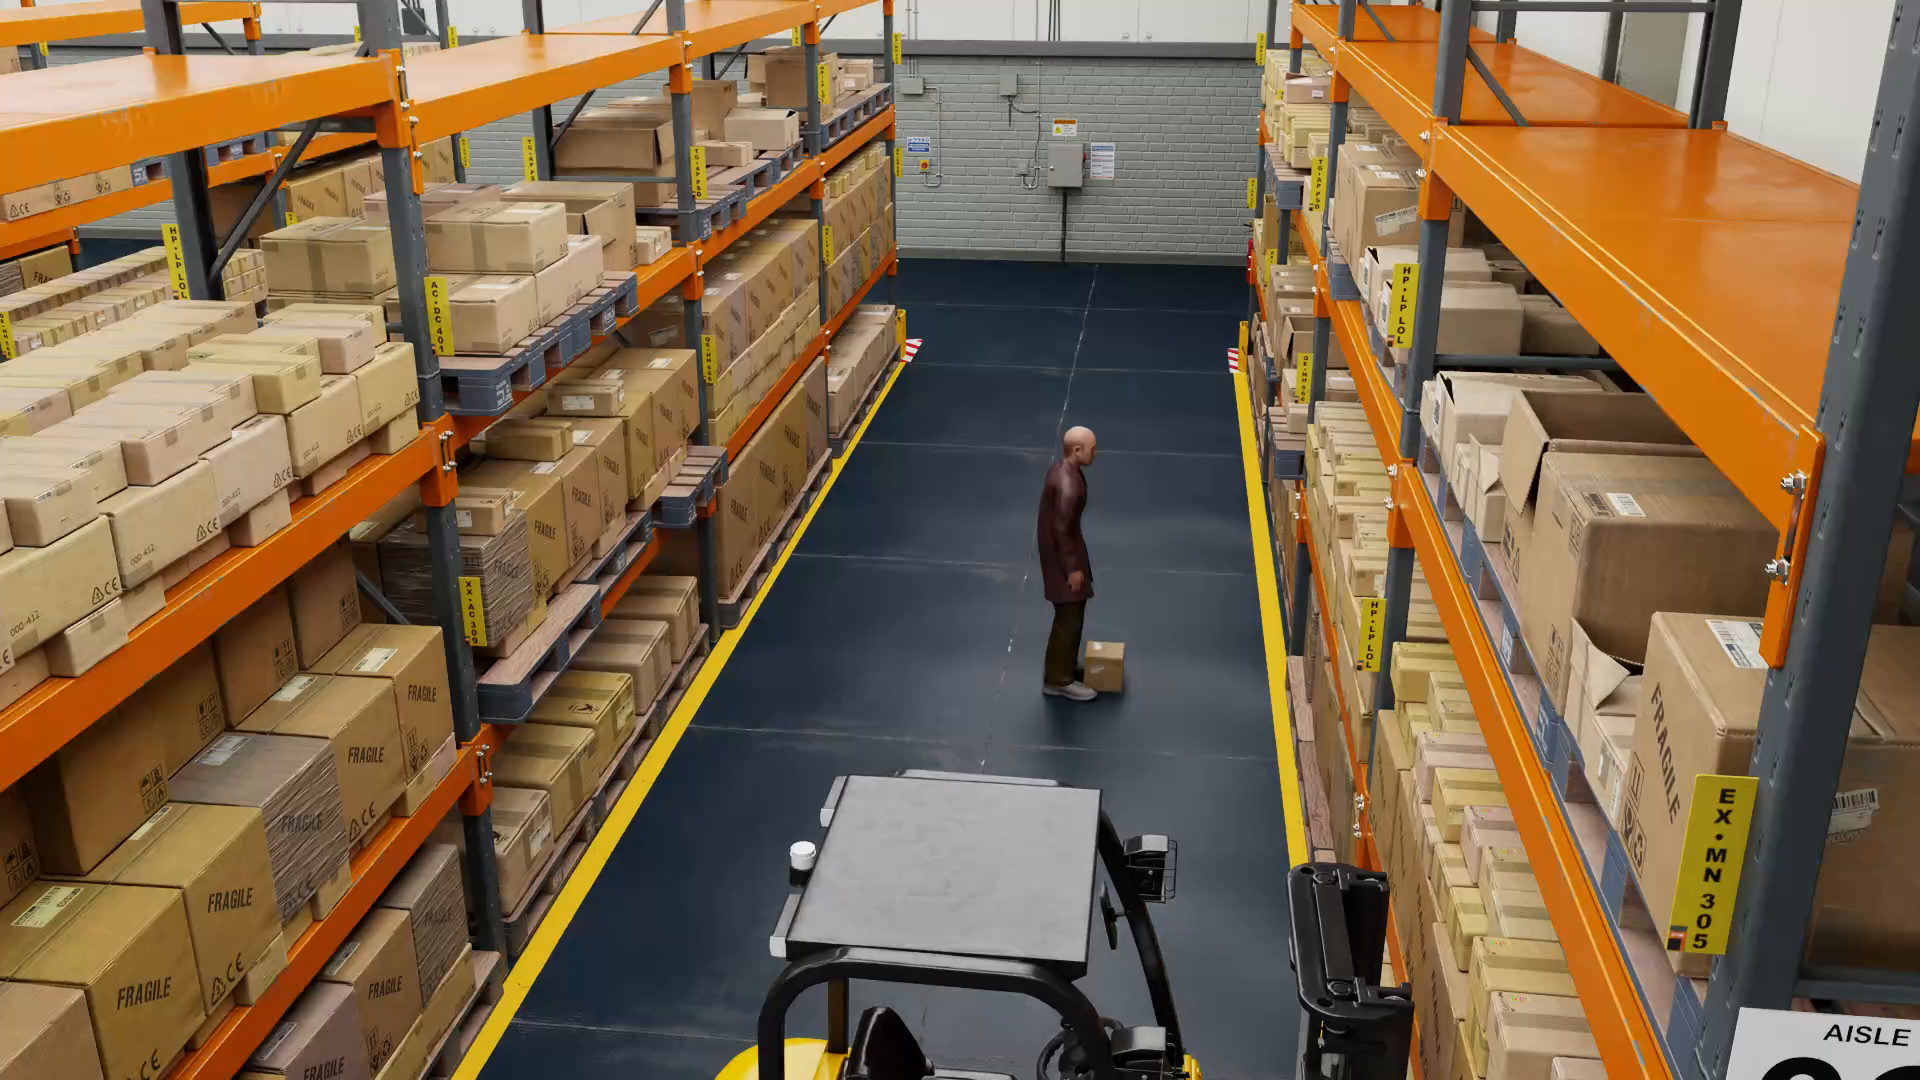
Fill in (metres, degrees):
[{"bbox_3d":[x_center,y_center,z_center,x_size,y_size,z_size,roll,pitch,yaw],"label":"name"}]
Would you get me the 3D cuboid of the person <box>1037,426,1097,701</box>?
[{"bbox_3d":[0.707,0.122,10.783,0.427,1.773,0.631,2,21,4],"label":"person"}]
